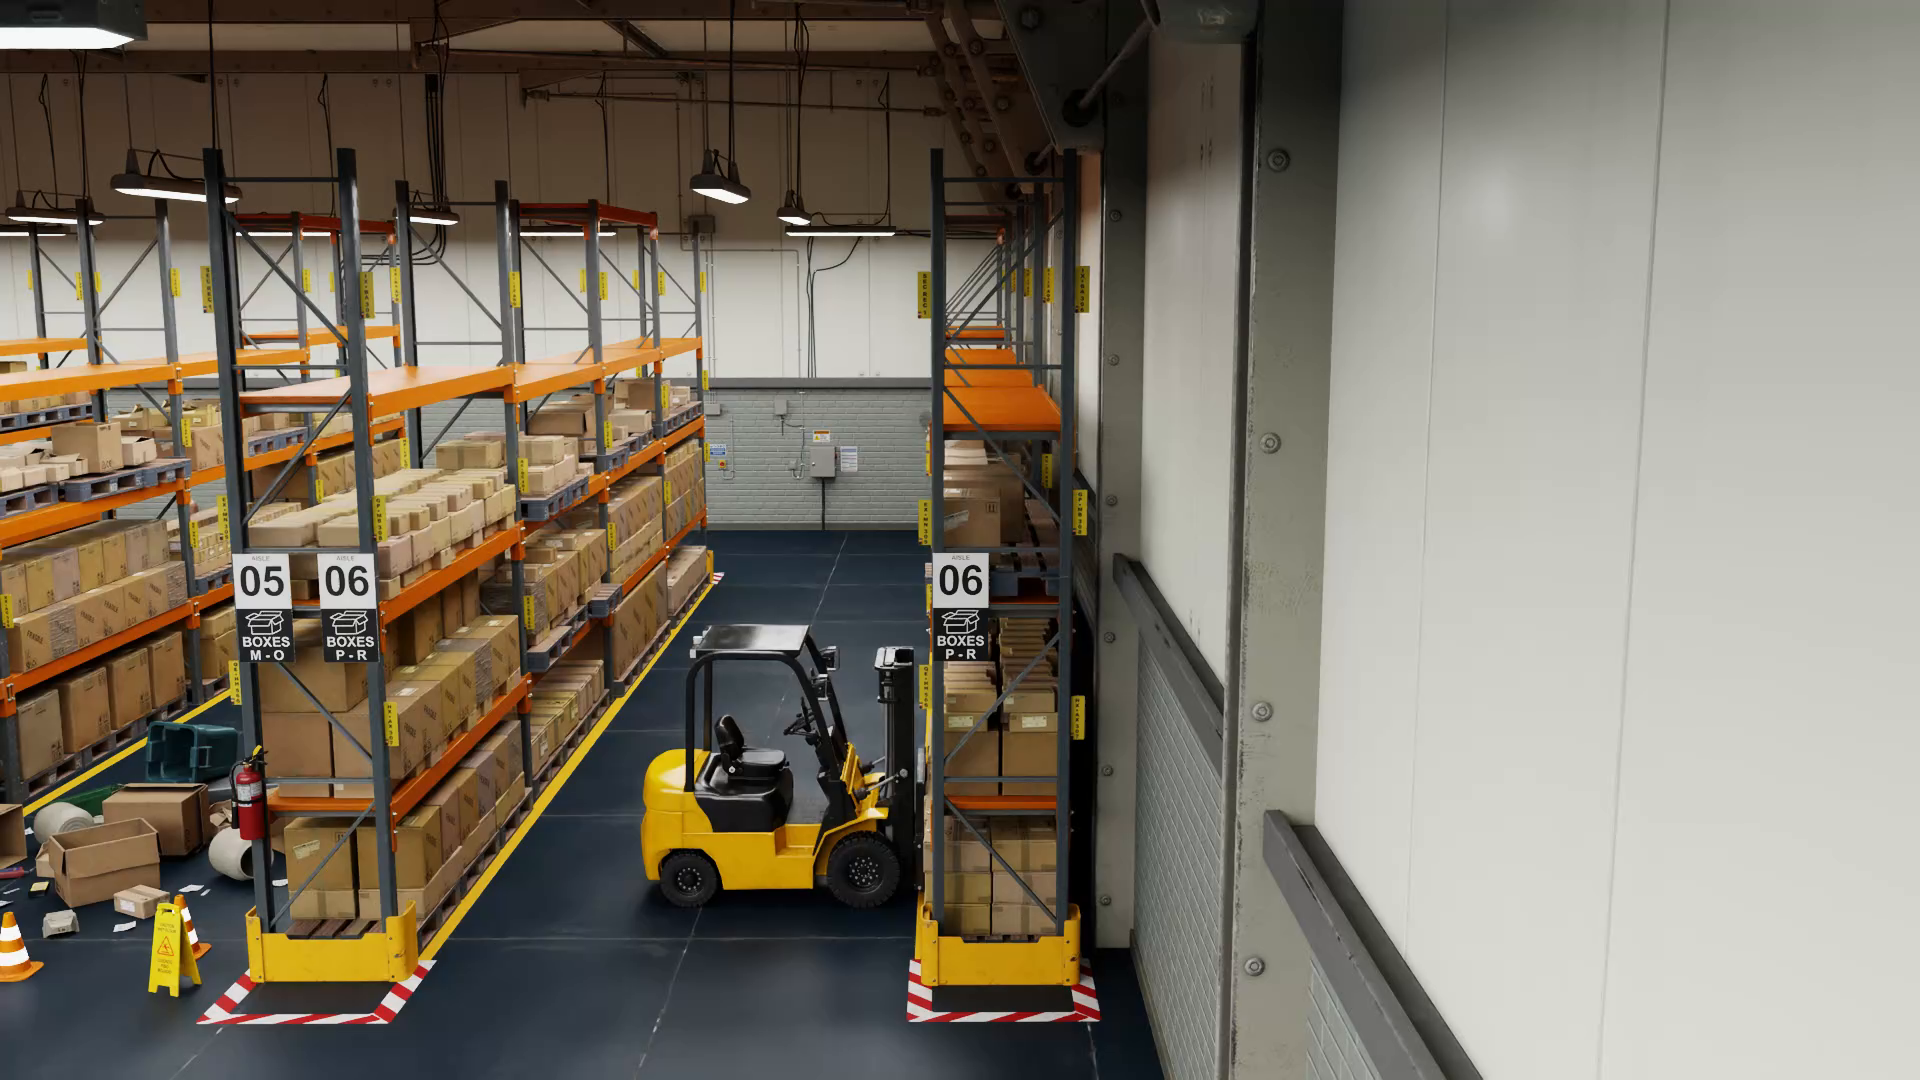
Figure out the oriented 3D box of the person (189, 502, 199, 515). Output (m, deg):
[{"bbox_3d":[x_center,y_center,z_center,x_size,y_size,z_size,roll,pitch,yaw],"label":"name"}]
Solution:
[{"bbox_3d":[-11.492,0.296,25.090,0.719,1.786,1.000,0,9,3],"label":"person"}]
